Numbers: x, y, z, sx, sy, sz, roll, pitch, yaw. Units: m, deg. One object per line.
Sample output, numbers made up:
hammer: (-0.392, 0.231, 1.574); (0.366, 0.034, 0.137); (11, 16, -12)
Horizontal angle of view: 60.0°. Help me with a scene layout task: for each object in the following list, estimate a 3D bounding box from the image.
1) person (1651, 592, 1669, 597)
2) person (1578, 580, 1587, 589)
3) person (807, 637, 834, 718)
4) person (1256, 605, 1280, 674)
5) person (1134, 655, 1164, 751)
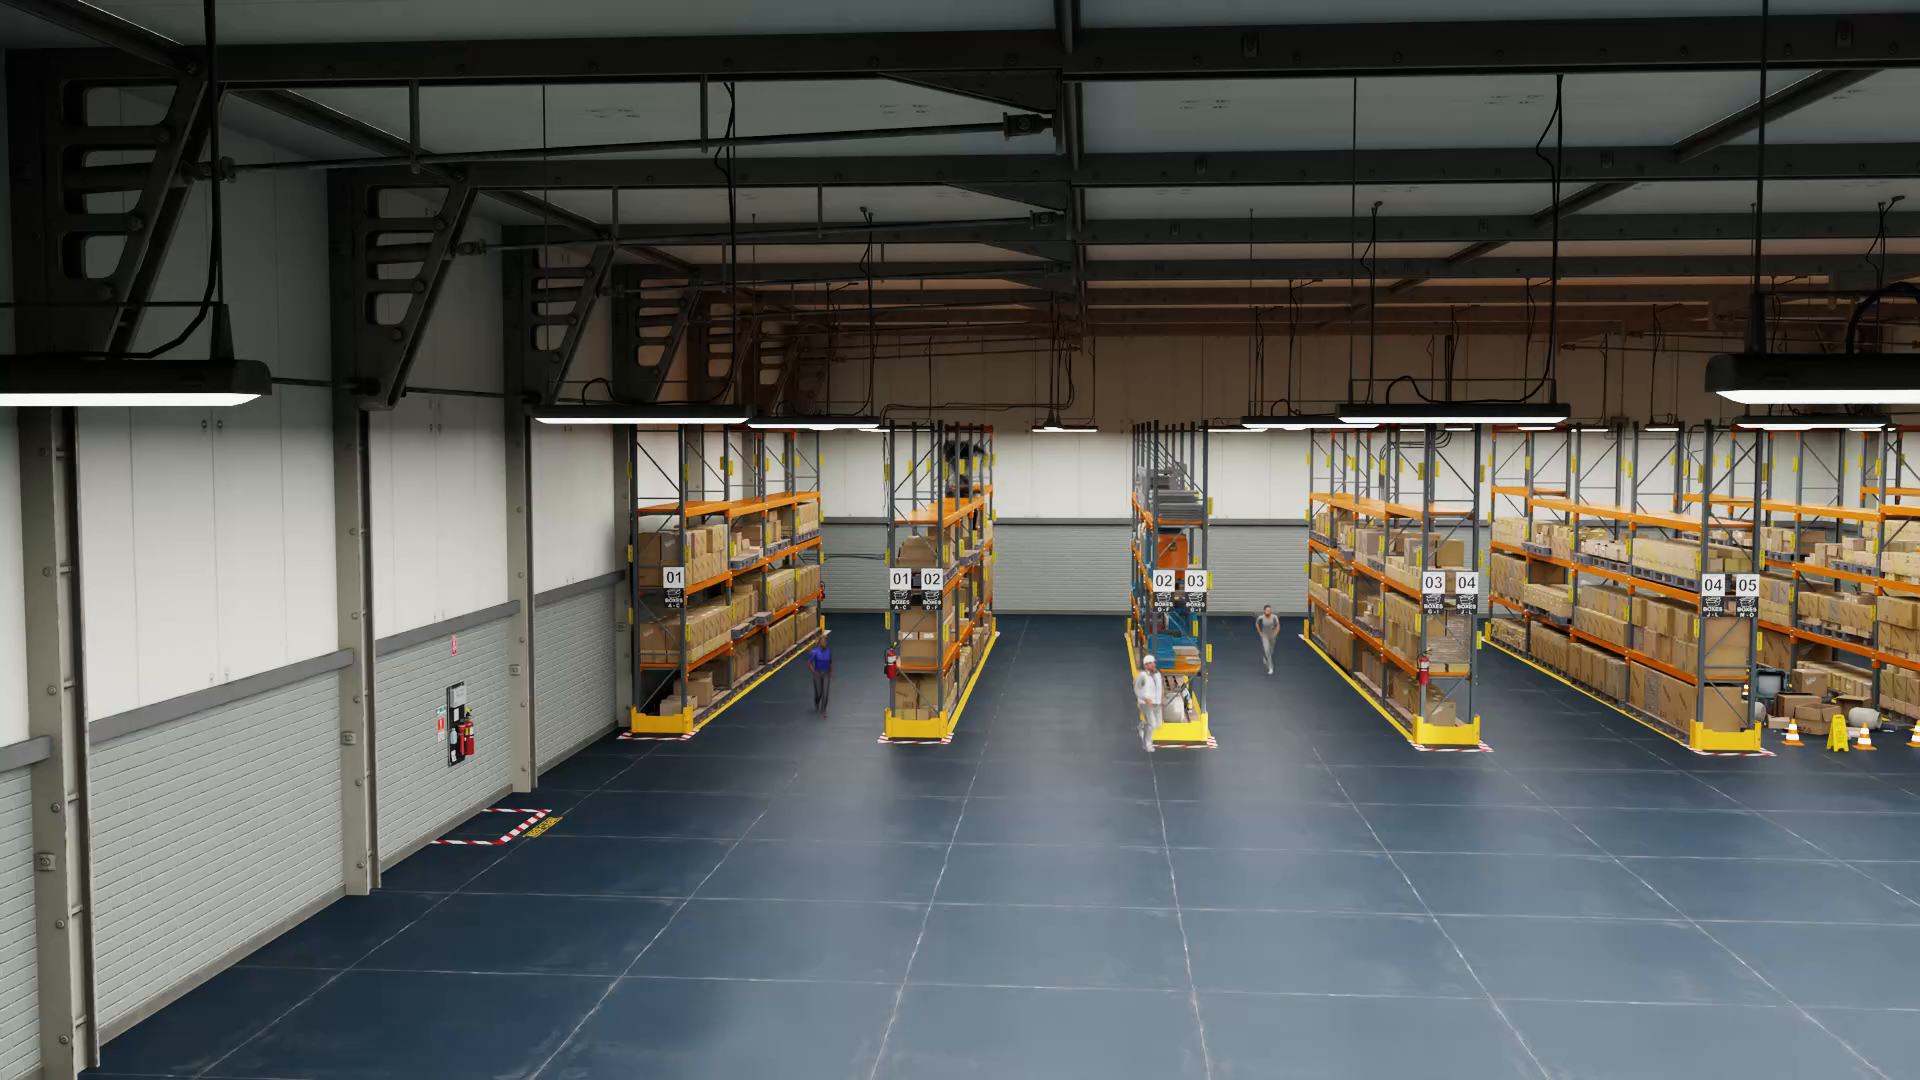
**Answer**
person: (19.914, 1.862, 47.178); (0.728, 1.800, 0.671); (0, 4, -4)
person: (17.066, 1.967, 45.406); (0.709, 1.735, 1.093); (-2, 4, -24)
person: (-2.829, 2.788, 33.836); (0.576, 1.624, 0.601); (-2, 4, -24)
person: (7.440, 2.377, 40.264); (0.564, 1.661, 0.987); (0, 4, 0)
person: (3.428, 2.951, 30.244); (0.682, 1.744, 0.649); (-2, 4, -33)
